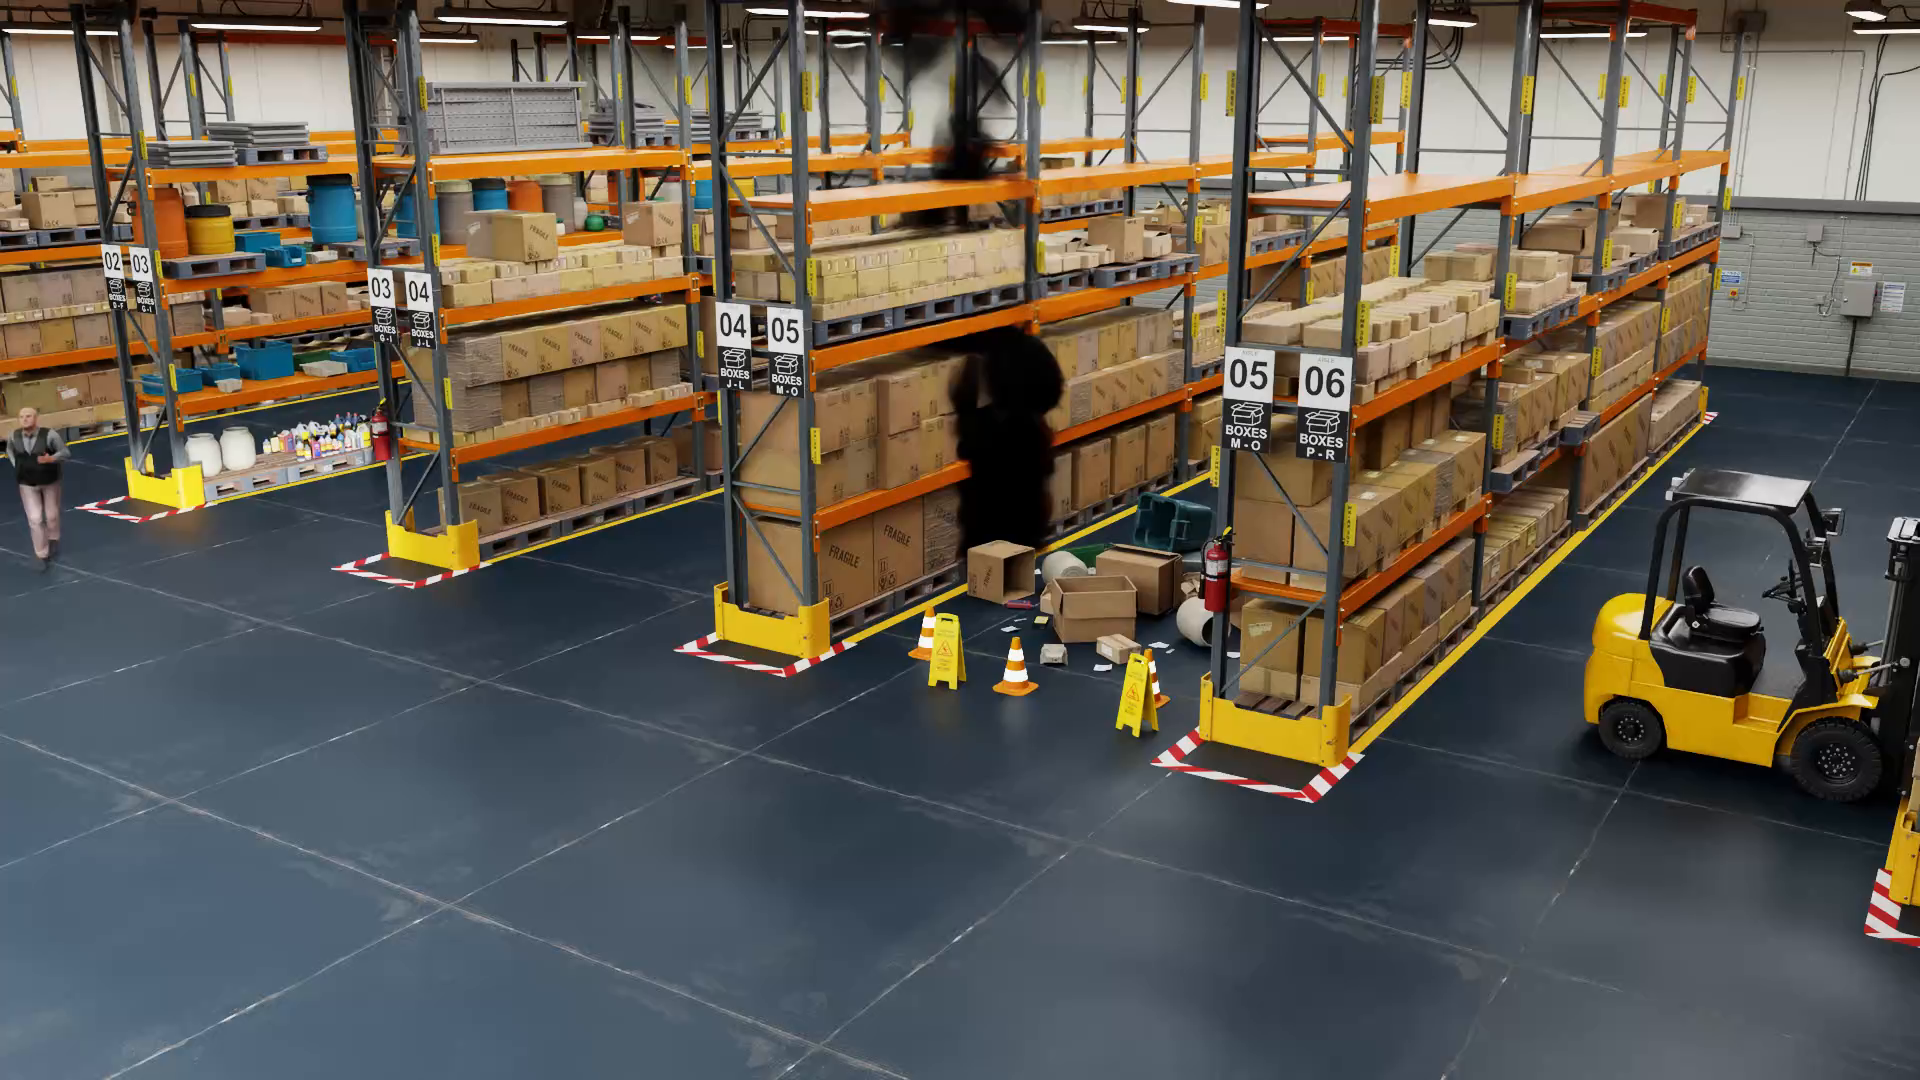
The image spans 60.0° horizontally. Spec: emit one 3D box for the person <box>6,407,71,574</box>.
[{"bbox_3d":[-9.998,-0.588,18.131,0.636,1.766,0.858,-7,17,-23],"label":"person"}]

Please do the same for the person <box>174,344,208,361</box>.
[{"bbox_3d":[-12.968,-3.363,28.073,0.613,1.814,0.909,5,16,19],"label":"person"}]
